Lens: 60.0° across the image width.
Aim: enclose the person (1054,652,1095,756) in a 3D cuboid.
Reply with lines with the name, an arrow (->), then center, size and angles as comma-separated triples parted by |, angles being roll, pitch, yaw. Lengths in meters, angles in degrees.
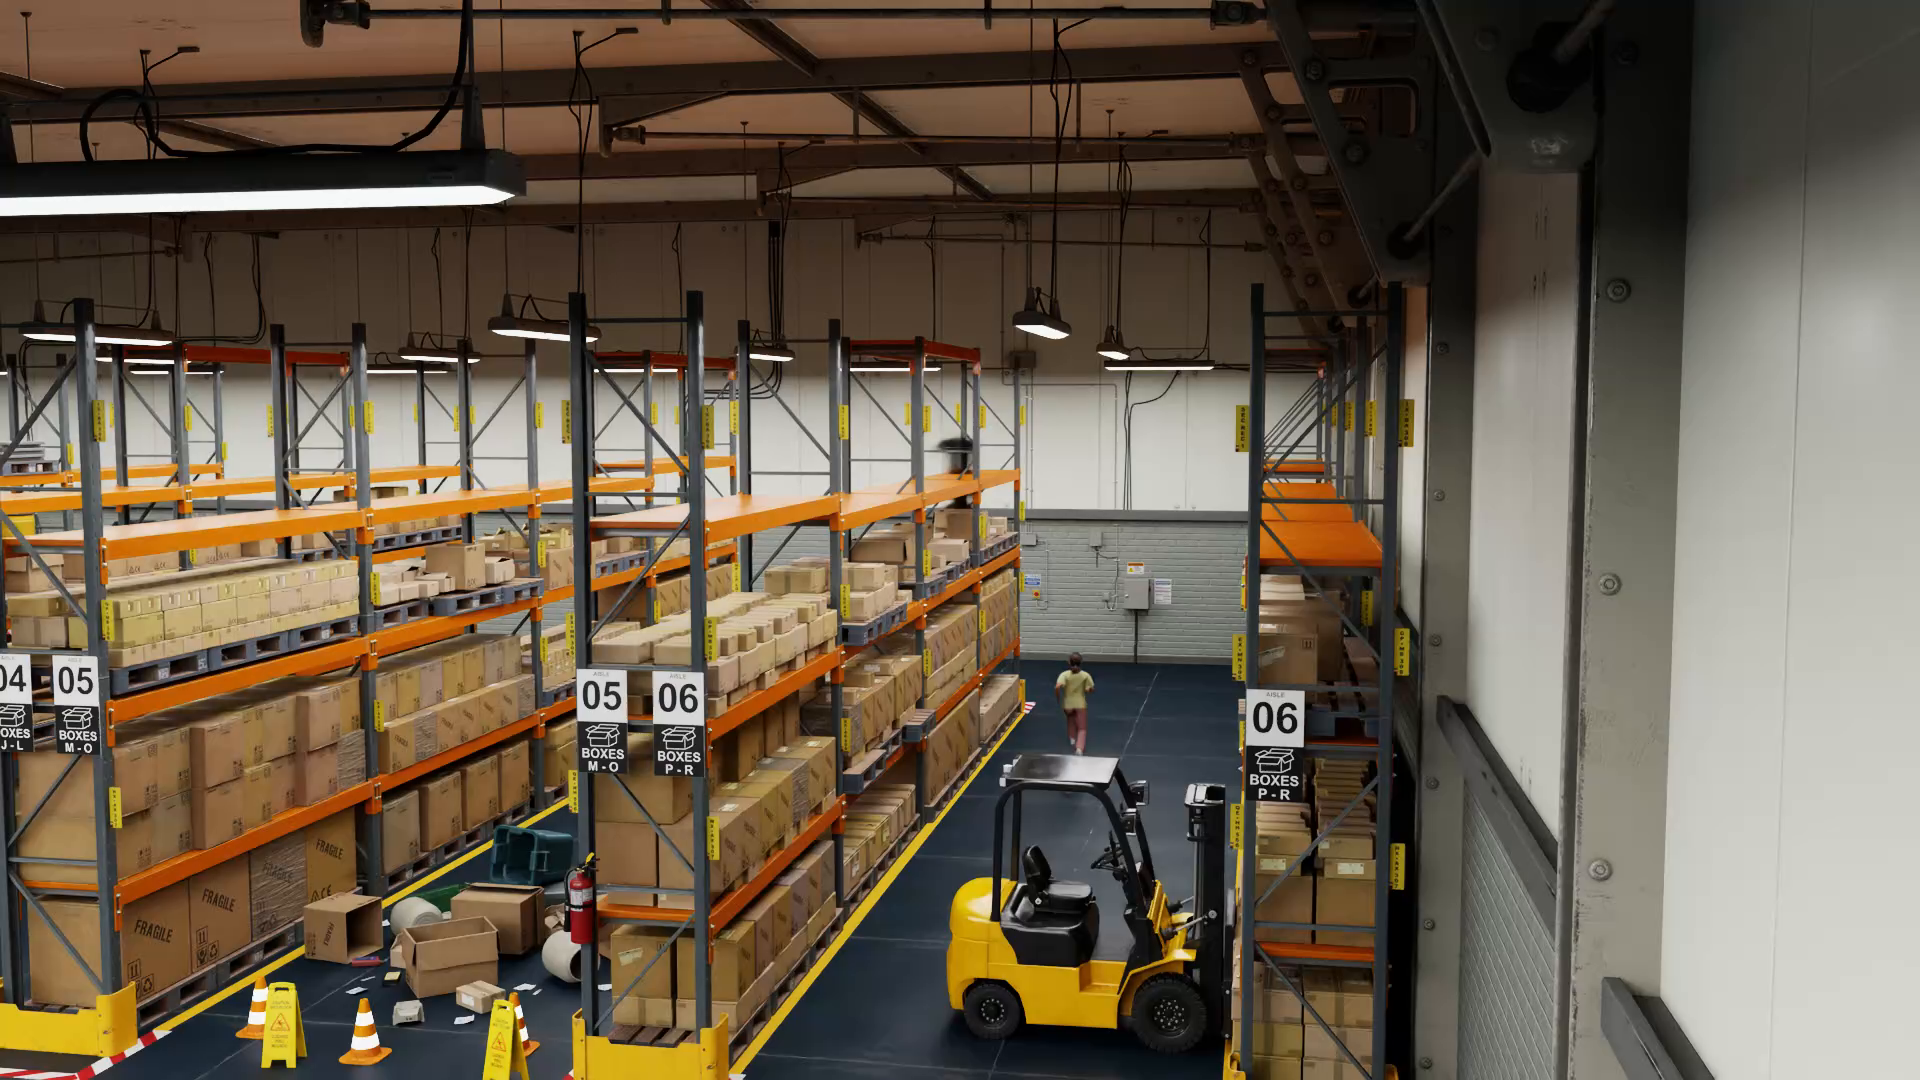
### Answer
person -> 1.639, 2.383, 23.762 | 0.584, 1.567, 0.935 | 0, 5, 5
